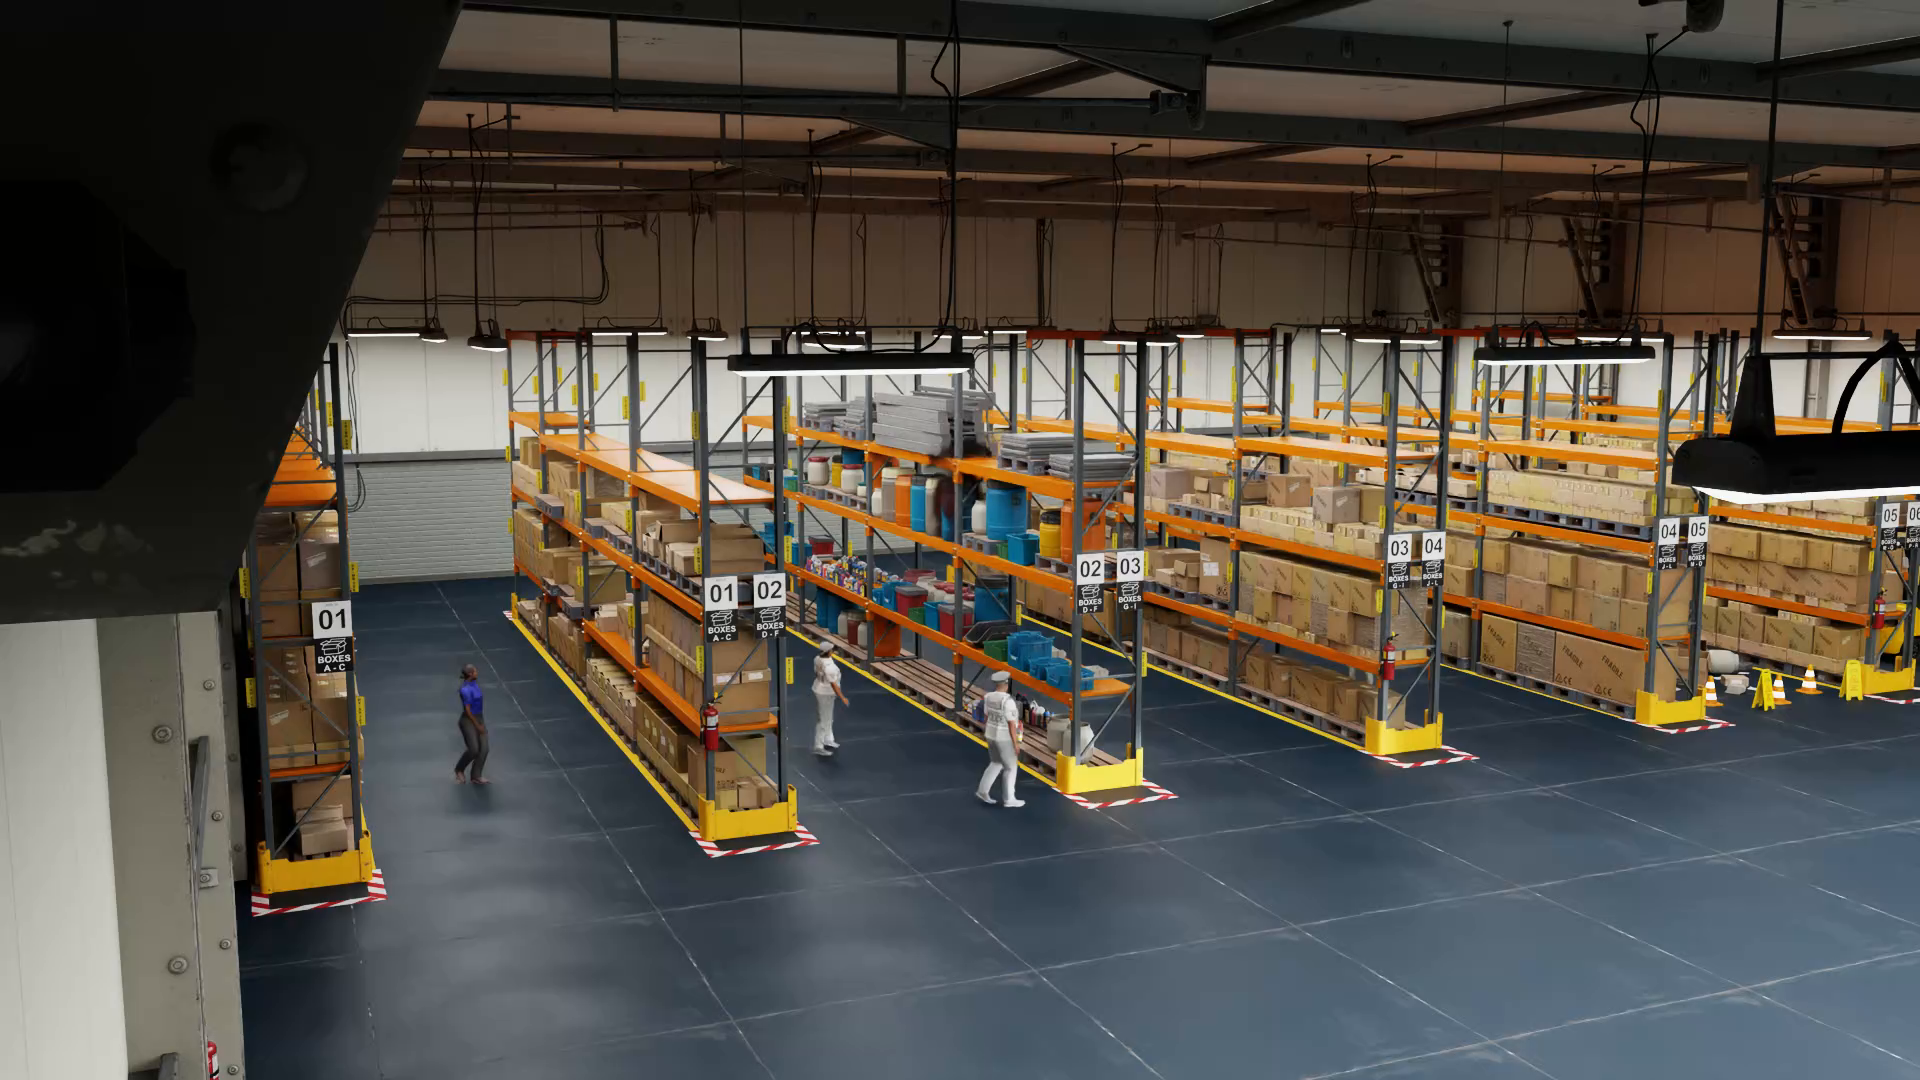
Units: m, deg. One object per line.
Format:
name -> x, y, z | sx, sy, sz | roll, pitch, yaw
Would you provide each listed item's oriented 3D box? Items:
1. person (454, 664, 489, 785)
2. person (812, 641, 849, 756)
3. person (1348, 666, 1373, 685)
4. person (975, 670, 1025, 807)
person -> -6.576, 2.480, 22.505 | 0.509, 1.649, 0.529 | 3, 8, 18
person -> -1.914, 2.267, 24.074 | 0.544, 1.687, 0.668 | -2, 8, -15
person -> 6.780, 1.690, 28.119 | 0.460, 1.676, 0.408 | 5, 9, 31
person -> 0.545, 2.567, 21.439 | 0.535, 1.785, 0.610 | -5, 9, -35
